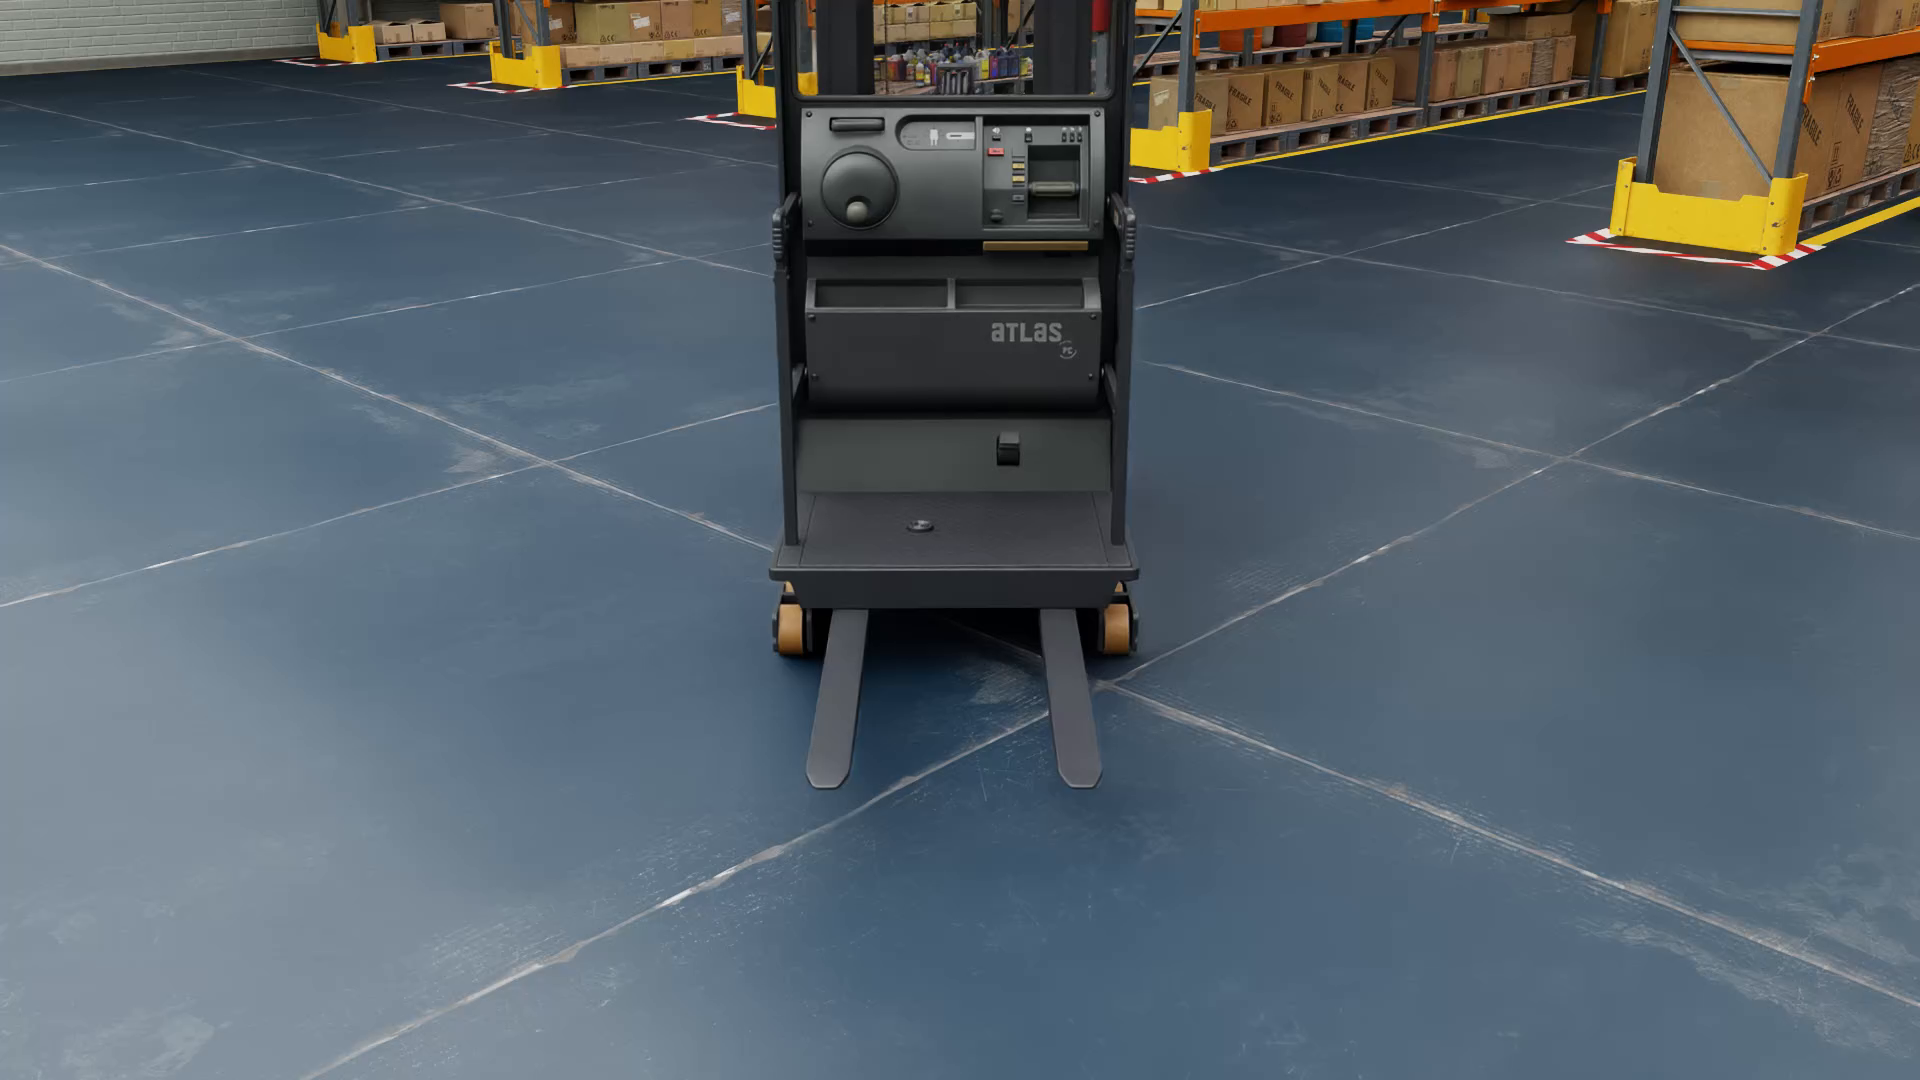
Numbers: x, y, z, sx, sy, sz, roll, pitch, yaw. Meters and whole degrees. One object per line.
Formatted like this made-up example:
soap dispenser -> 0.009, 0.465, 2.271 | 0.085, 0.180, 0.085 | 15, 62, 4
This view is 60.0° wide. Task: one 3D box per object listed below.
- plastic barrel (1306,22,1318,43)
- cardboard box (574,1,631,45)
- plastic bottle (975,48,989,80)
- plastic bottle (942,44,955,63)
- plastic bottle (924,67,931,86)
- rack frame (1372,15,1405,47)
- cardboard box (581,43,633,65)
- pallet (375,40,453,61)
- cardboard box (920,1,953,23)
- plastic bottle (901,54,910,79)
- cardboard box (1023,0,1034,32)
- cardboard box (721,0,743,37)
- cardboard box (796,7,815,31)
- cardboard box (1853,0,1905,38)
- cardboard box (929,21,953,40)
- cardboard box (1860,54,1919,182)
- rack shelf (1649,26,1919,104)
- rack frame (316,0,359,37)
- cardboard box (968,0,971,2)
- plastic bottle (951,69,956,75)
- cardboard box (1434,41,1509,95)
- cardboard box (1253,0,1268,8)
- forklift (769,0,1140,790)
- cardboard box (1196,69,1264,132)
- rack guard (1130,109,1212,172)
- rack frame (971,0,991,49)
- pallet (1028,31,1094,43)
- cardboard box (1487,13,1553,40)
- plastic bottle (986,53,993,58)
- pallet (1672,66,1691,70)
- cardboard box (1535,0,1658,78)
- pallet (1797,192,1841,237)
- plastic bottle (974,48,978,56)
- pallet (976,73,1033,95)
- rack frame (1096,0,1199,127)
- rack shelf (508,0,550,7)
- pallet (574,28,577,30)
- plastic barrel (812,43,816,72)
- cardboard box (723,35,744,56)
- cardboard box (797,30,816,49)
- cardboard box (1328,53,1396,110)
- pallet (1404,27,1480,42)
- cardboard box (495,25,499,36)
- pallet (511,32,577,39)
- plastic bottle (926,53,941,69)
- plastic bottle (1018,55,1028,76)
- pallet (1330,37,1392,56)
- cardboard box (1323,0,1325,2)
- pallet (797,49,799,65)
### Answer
plastic barrel -> 5.084, -7.641, 24.655 | 0.421, 0.512, 0.421 | 0, 21, 0
cardboard box -> -4.609, -6.676, 21.465 | 0.500, 0.500, 0.500 | 19, 28, 41
plastic bottle -> 0.245, -5.589, 19.513 | 0.144, 0.351, 0.185 | 19, 28, 40
plastic bottle -> -0.145, -5.806, 20.080 | 0.144, 0.351, 0.185 | 18, 27, 38
plastic bottle -> -0.383, -5.275, 18.906 | 0.097, 0.201, 0.097 | 0, 21, 0
rack frame -> 6.427, -9.046, 25.429 | 1.000, 3.000, 0.127 | 19, 28, 41
cardboard box -> -4.611, -6.326, 21.600 | 0.500, 0.250, 0.500 | 19, 28, 41
pallet -> -8.397, -7.359, 24.926 | 1.003, 0.211, 1.213 | 19, 28, 41
cardboard box -> -0.456, -8.101, 25.437 | 0.500, 0.311, 0.500 | 19, 28, 40
plastic bottle -> -0.684, -5.571, 19.571 | 0.152, 0.276, 0.135 | 18, 28, 39
cardboard box -> 0.974, -8.479, 26.824 | 0.500, 0.500, 0.500 | 18, 27, 39
cardboard box -> -3.224, -7.194, 22.811 | 0.500, 0.500, 0.500 | 19, 28, 41
cardboard box -> -2.233, -7.449, 23.739 | 0.500, 0.311, 0.500 | 19, 28, 41
cardboard box -> 6.163, -3.891, 11.807 | 0.875, 0.550, 0.550 | 19, 28, 41
cardboard box -> -0.459, -7.842, 25.542 | 0.500, 0.250, 0.500 | 19, 28, 40
cardboard box -> 6.764, -3.310, 12.882 | 0.875, 0.875, 0.875 | 20, 28, 41
rack shelf -> 6.483, -3.633, 12.348 | 1.077, 0.370, 4.000 | 19, 28, 41
rack frame -> -9.042, -8.441, 23.855 | 1.000, 3.000, 0.127 | 19, 28, 41
cardboard box -> -0.076, -10.722, 32.687 | 0.700, 0.500, 0.500 | 20, 29, 41
plastic bottle -> -0.078, -5.388, 19.199 | 0.097, 0.201, 0.097 | 0, 21, 0
cardboard box -> 5.575, -5.203, 18.301 | 0.700, 0.500, 0.500 | 16, 26, 36
cardboard box -> 2.507, -4.808, 14.752 | 0.380, 0.149, 0.250 | 19, 28, 41
forklift -> -0.018, -1.119, 4.900 | 1.130, 2.935, 3.031 | 0, 21, 0
cardboard box -> 2.445, -4.070, 15.381 | 0.500, 0.500, 0.500 | -12, 24, -28
rack guard -> 1.658, -3.575, 14.678 | 1.175, 0.500, 0.348 | 19, 28, 41
rack frame -> 0.091, -9.259, 25.982 | 1.000, 3.000, 0.127 | 19, 28, 41
pallet -> 1.490, -8.452, 27.769 | 1.003, 0.211, 1.213 | 19, 28, 41
cardboard box -> 6.377, -5.848, 18.935 | 0.500, 0.250, 0.500 | -16, 26, -36
plastic bottle -> 0.346, -5.667, 19.822 | 0.152, 0.276, 0.135 | 19, 28, 41
pallet -> 8.641, -5.973, 21.319 | 1.003, 0.211, 1.213 | 19, 28, 41
cardboard box -> 7.682, -6.155, 20.283 | 1.225, 0.875, 0.875 | 18, 27, 38
pallet -> 5.590, -2.378, 11.967 | 1.003, 0.211, 1.213 | 19, 28, 41
plastic bottle -> 0.181, -5.839, 20.257 | 0.061, 0.283, 0.133 | 19, 28, 41
pallet -> 0.348, -5.526, 20.157 | 1.003, 0.211, 1.213 | 19, 28, 41
rack frame -> 1.605, -4.722, 14.179 | 1.000, 3.000, 0.127 | 19, 28, 41
rack shelf -> -4.095, -7.381, 22.098 | 1.077, 0.370, 4.000 | 19, 28, 41
pallet -> -5.710, -8.368, 27.552 | 1.003, 0.211, 1.213 | 19, 28, 41
plastic barrel -> -1.539, -5.185, 18.265 | 0.421, 0.512, 0.421 | 0, 21, 0
cardboard box -> -3.223, -6.843, 22.945 | 0.500, 0.250, 0.500 | 19, 28, 41
cardboard box -> -2.241, -7.185, 23.833 | 0.500, 0.250, 0.500 | 18, 28, 39
cardboard box -> 4.088, -4.687, 16.986 | 0.500, 0.500, 0.500 | 18, 28, 39
pallet -> 7.764, -8.258, 27.266 | 1.003, 0.211, 1.213 | 19, 28, 41
cardboard box -> -7.382, -7.938, 25.906 | 0.380, 0.149, 0.250 | 17, 27, 36
pallet -> -6.695, -7.986, 26.558 | 1.003, 0.211, 1.213 | 19, 28, 41
plastic bottle -> -0.318, -5.632, 19.729 | 0.152, 0.276, 0.135 | 19, 28, 41
plastic bottle -> 0.747, -5.721, 19.951 | 0.133, 0.283, 0.061 | -18, 28, -39
pallet -> 5.859, -7.557, 25.441 | 1.003, 0.211, 1.213 | 19, 28, 41
cardboard box -> 3.170, -5.077, 15.453 | 0.380, 0.149, 0.250 | 19, 28, 41
pallet -> -2.214, -7.128, 24.325 | 1.003, 0.211, 1.213 | 19, 28, 41
